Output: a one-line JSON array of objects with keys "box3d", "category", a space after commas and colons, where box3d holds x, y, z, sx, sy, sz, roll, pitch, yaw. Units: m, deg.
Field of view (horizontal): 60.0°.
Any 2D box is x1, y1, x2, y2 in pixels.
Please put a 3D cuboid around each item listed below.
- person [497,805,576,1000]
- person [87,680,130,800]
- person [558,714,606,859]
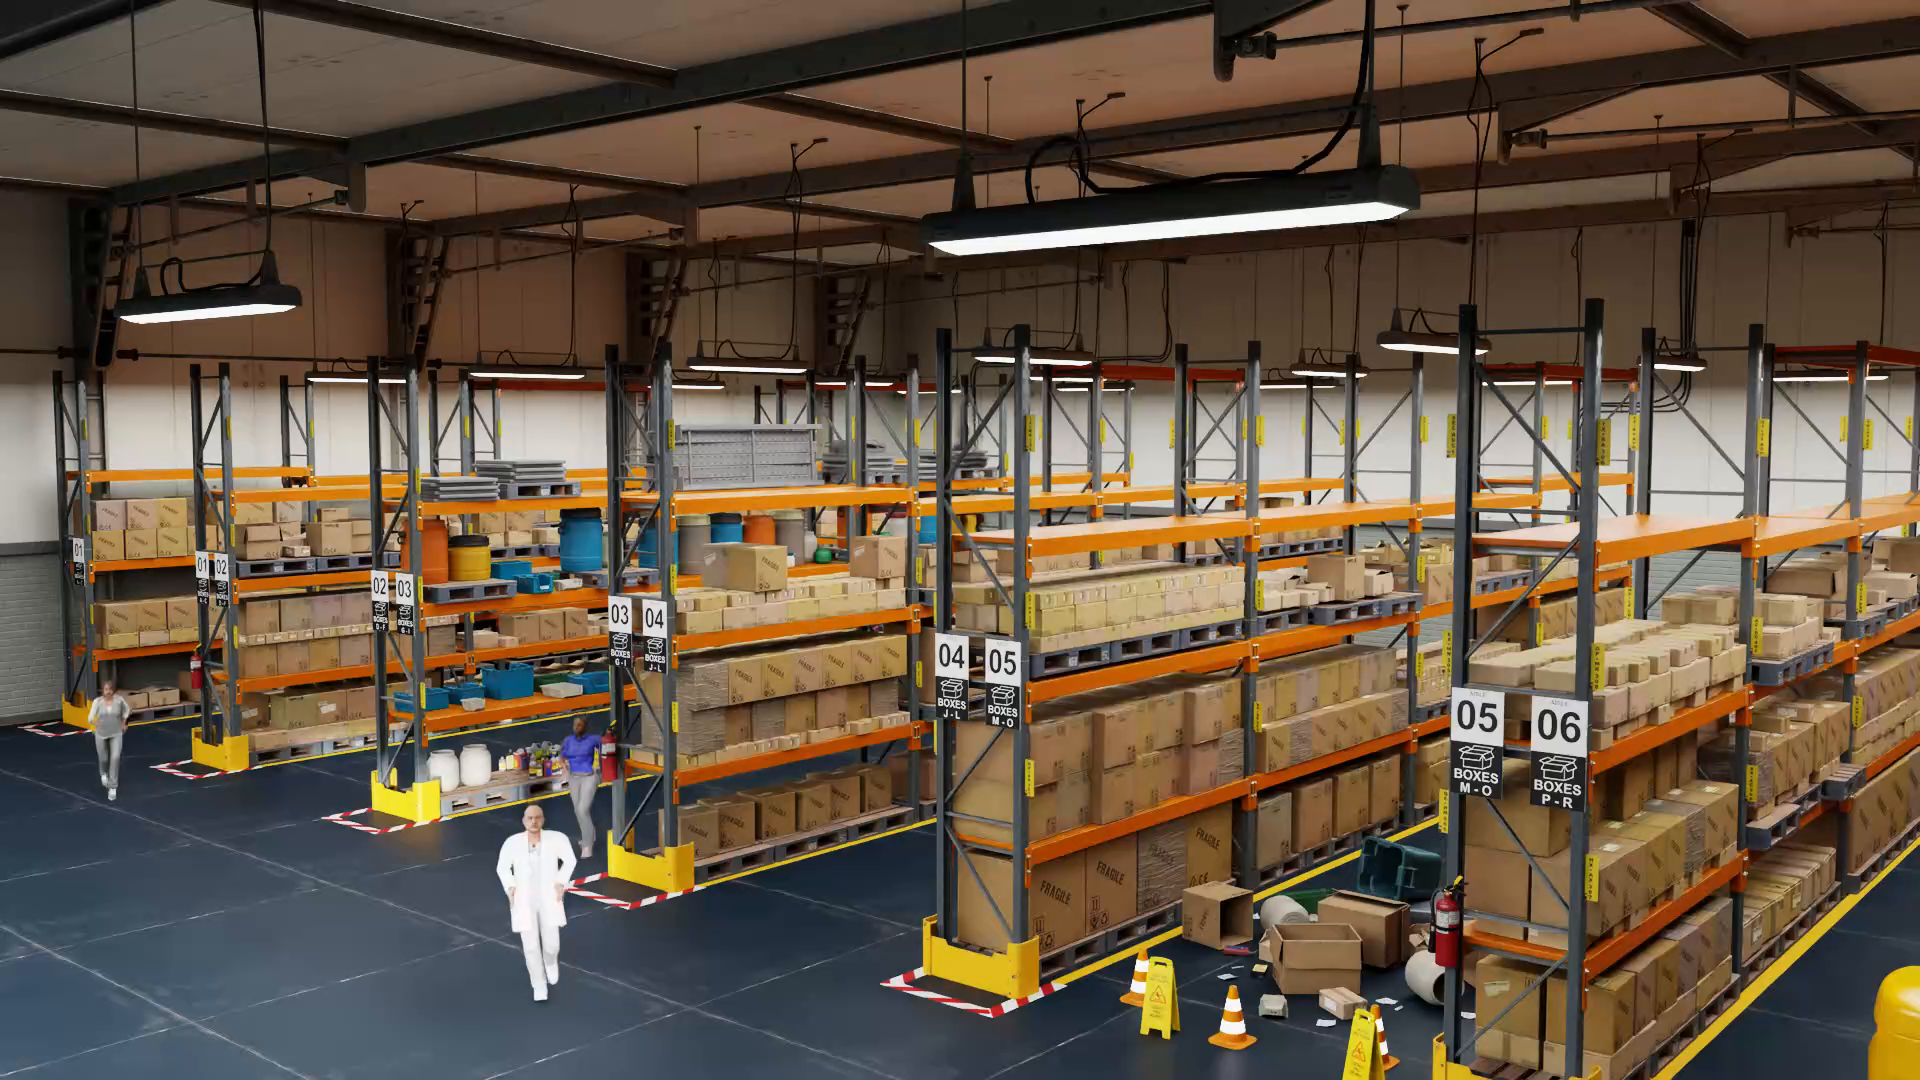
[{"box3d": [-3.774, 3.225, 14.821, 0.690, 1.730, 0.577, -1, 4, -12], "category": "person"}, {"box3d": [-11.722, 2.714, 22.917, 0.518, 1.604, 0.868, -2, 5, -26], "category": "person"}, {"box3d": [-4.478, 2.935, 19.789, 0.595, 1.734, 0.731, 1, 4, 14], "category": "person"}]
